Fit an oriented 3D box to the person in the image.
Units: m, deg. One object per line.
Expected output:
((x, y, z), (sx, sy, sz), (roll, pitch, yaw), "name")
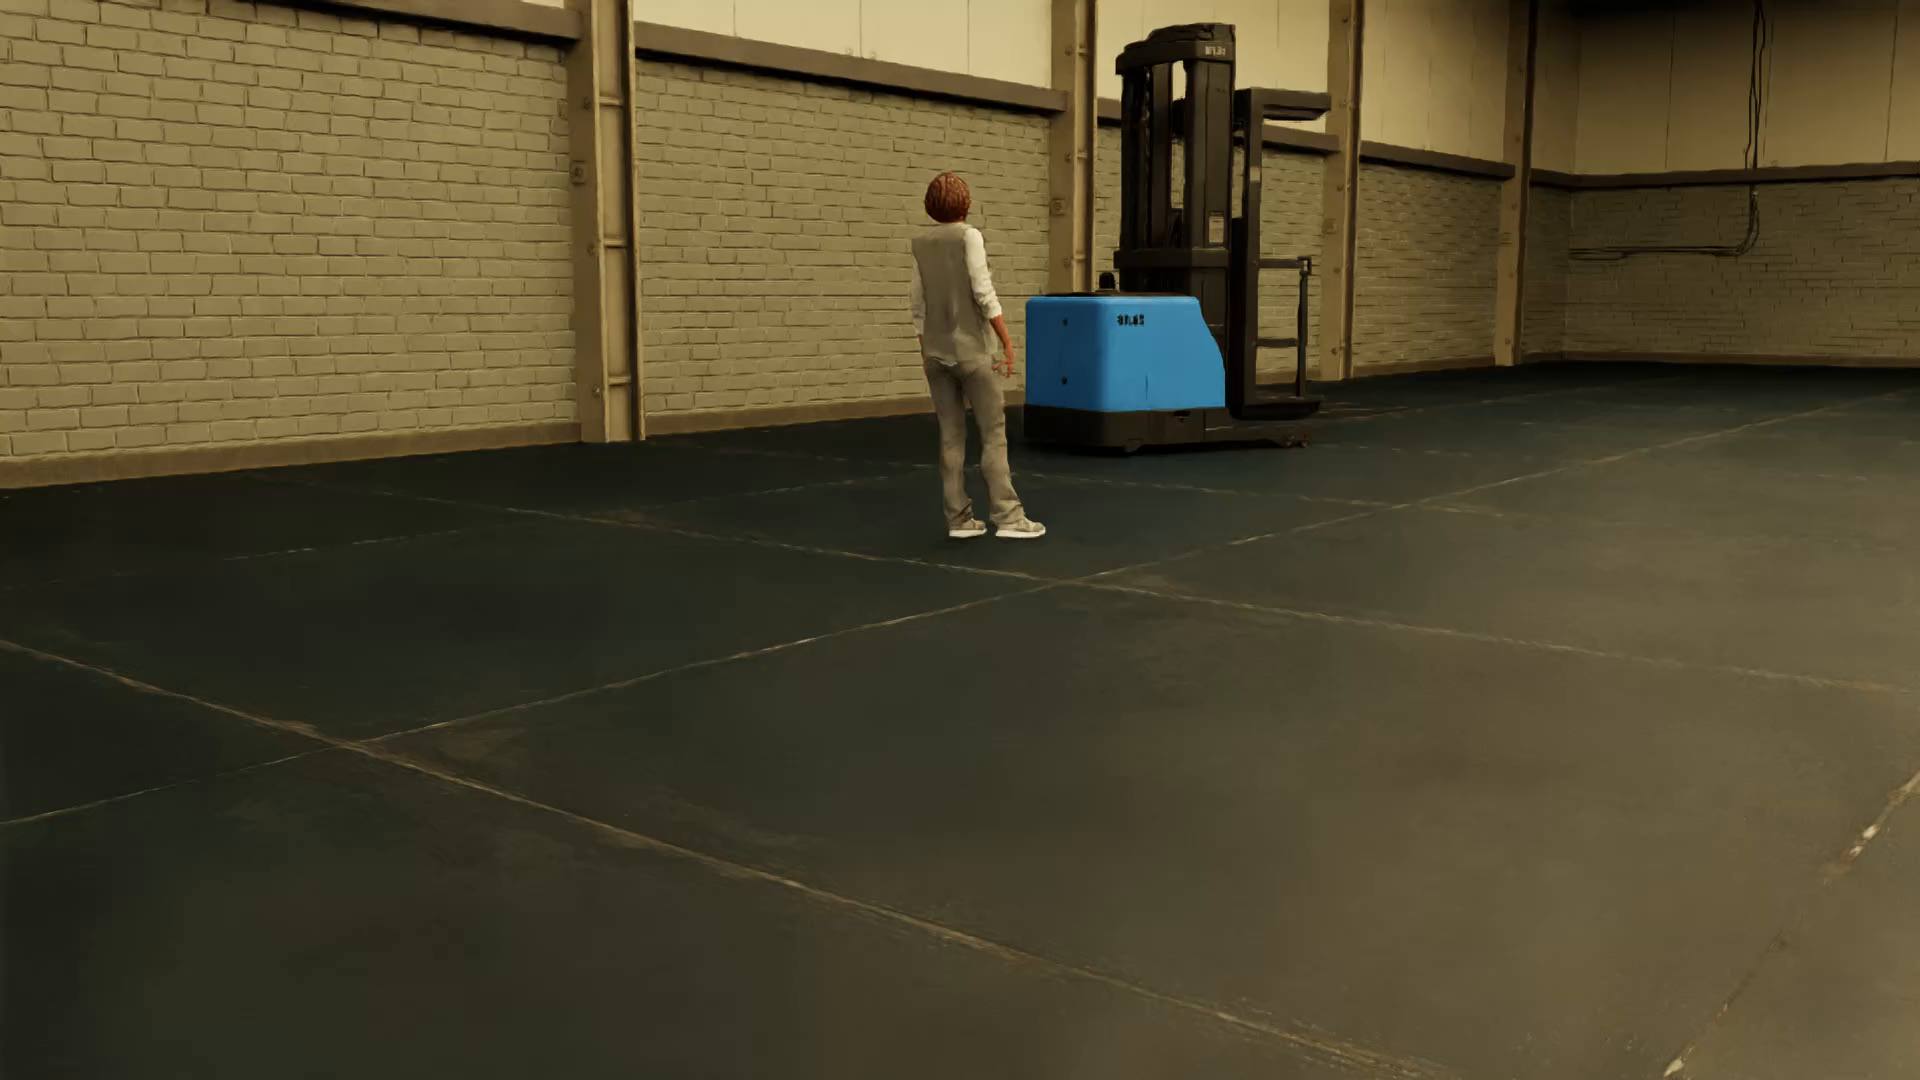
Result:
((0.057, -0.804, 7.337), (0.521, 1.597, 0.474), (7, 11, 38), "person")

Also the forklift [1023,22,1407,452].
((1.983, -2.177, 12.157), (3.031, 2.935, 1.130), (-5, 10, -31), "forklift")
